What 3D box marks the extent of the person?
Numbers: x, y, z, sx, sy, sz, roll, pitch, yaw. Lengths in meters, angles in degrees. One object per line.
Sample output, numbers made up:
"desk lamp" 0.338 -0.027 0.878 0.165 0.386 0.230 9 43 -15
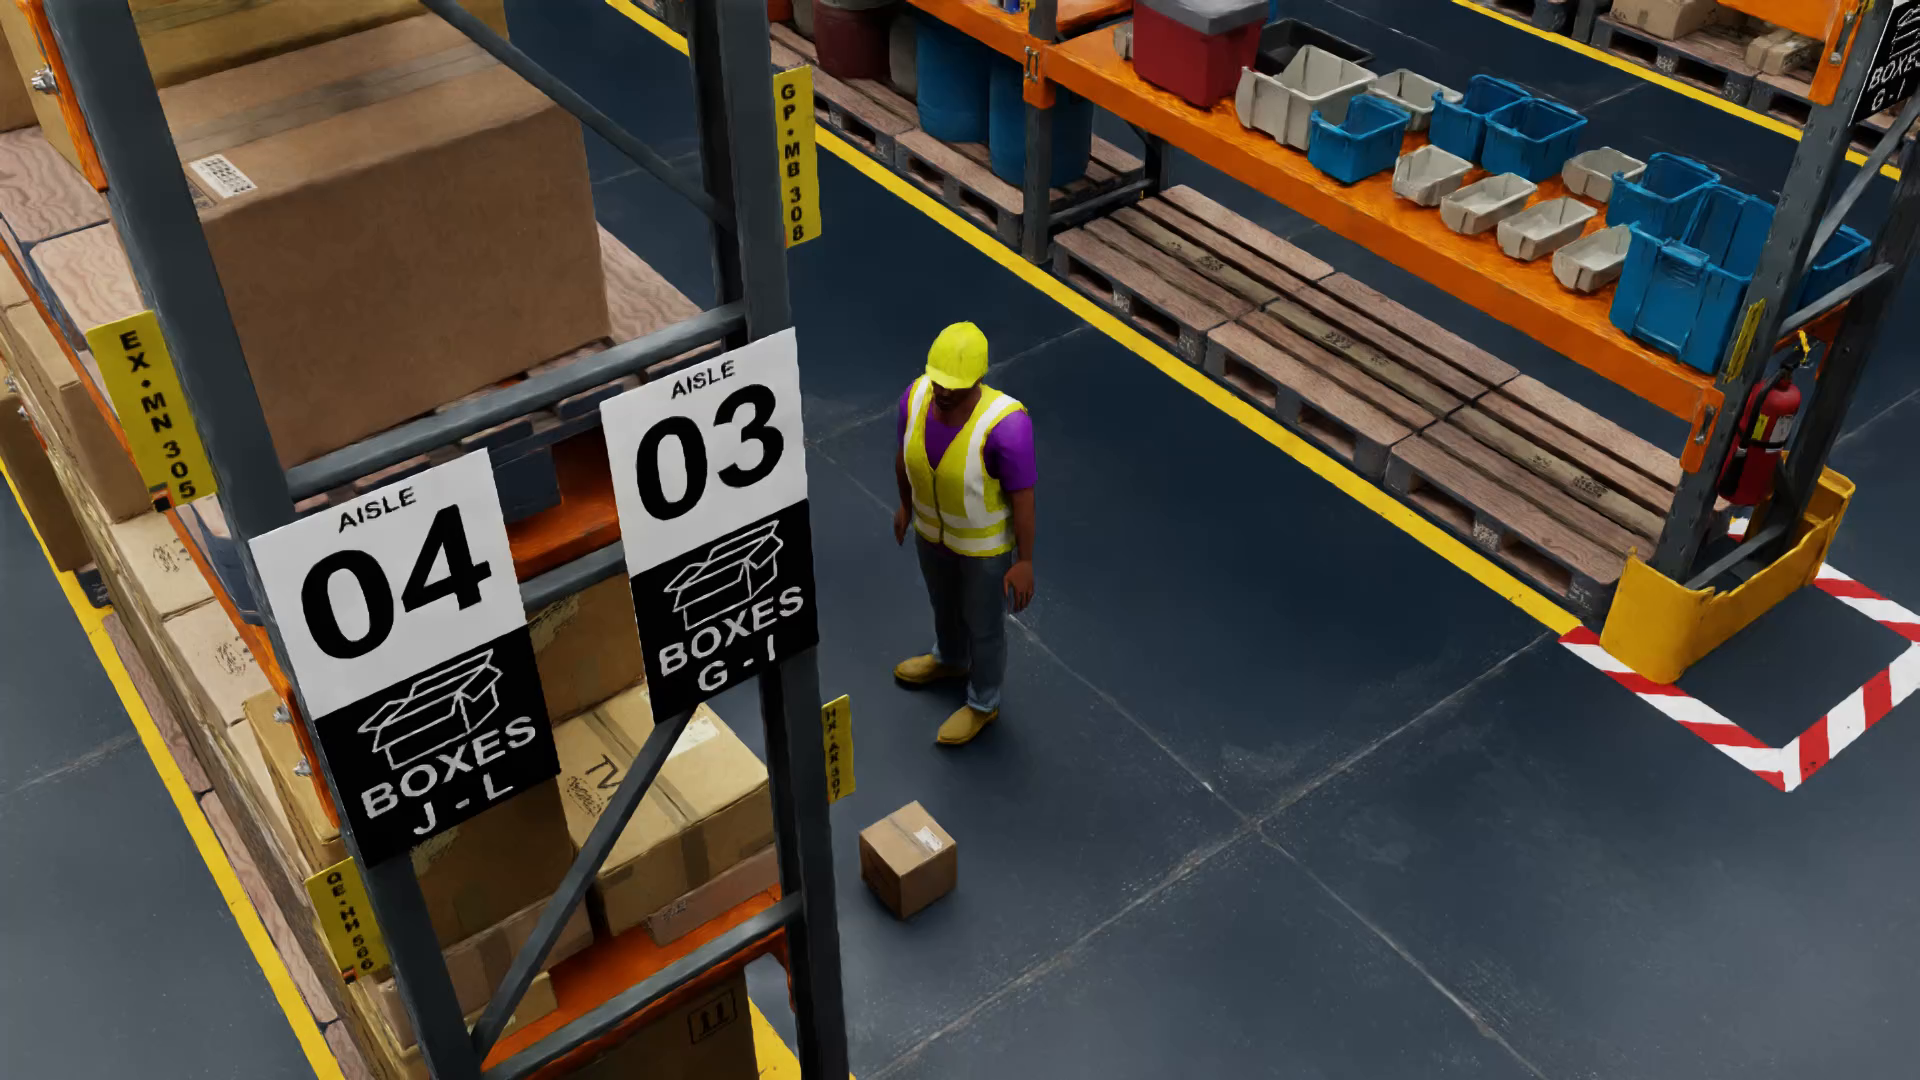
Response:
"person" -0.002 -0.005 6.105 0.690 1.770 0.445 27 47 28
